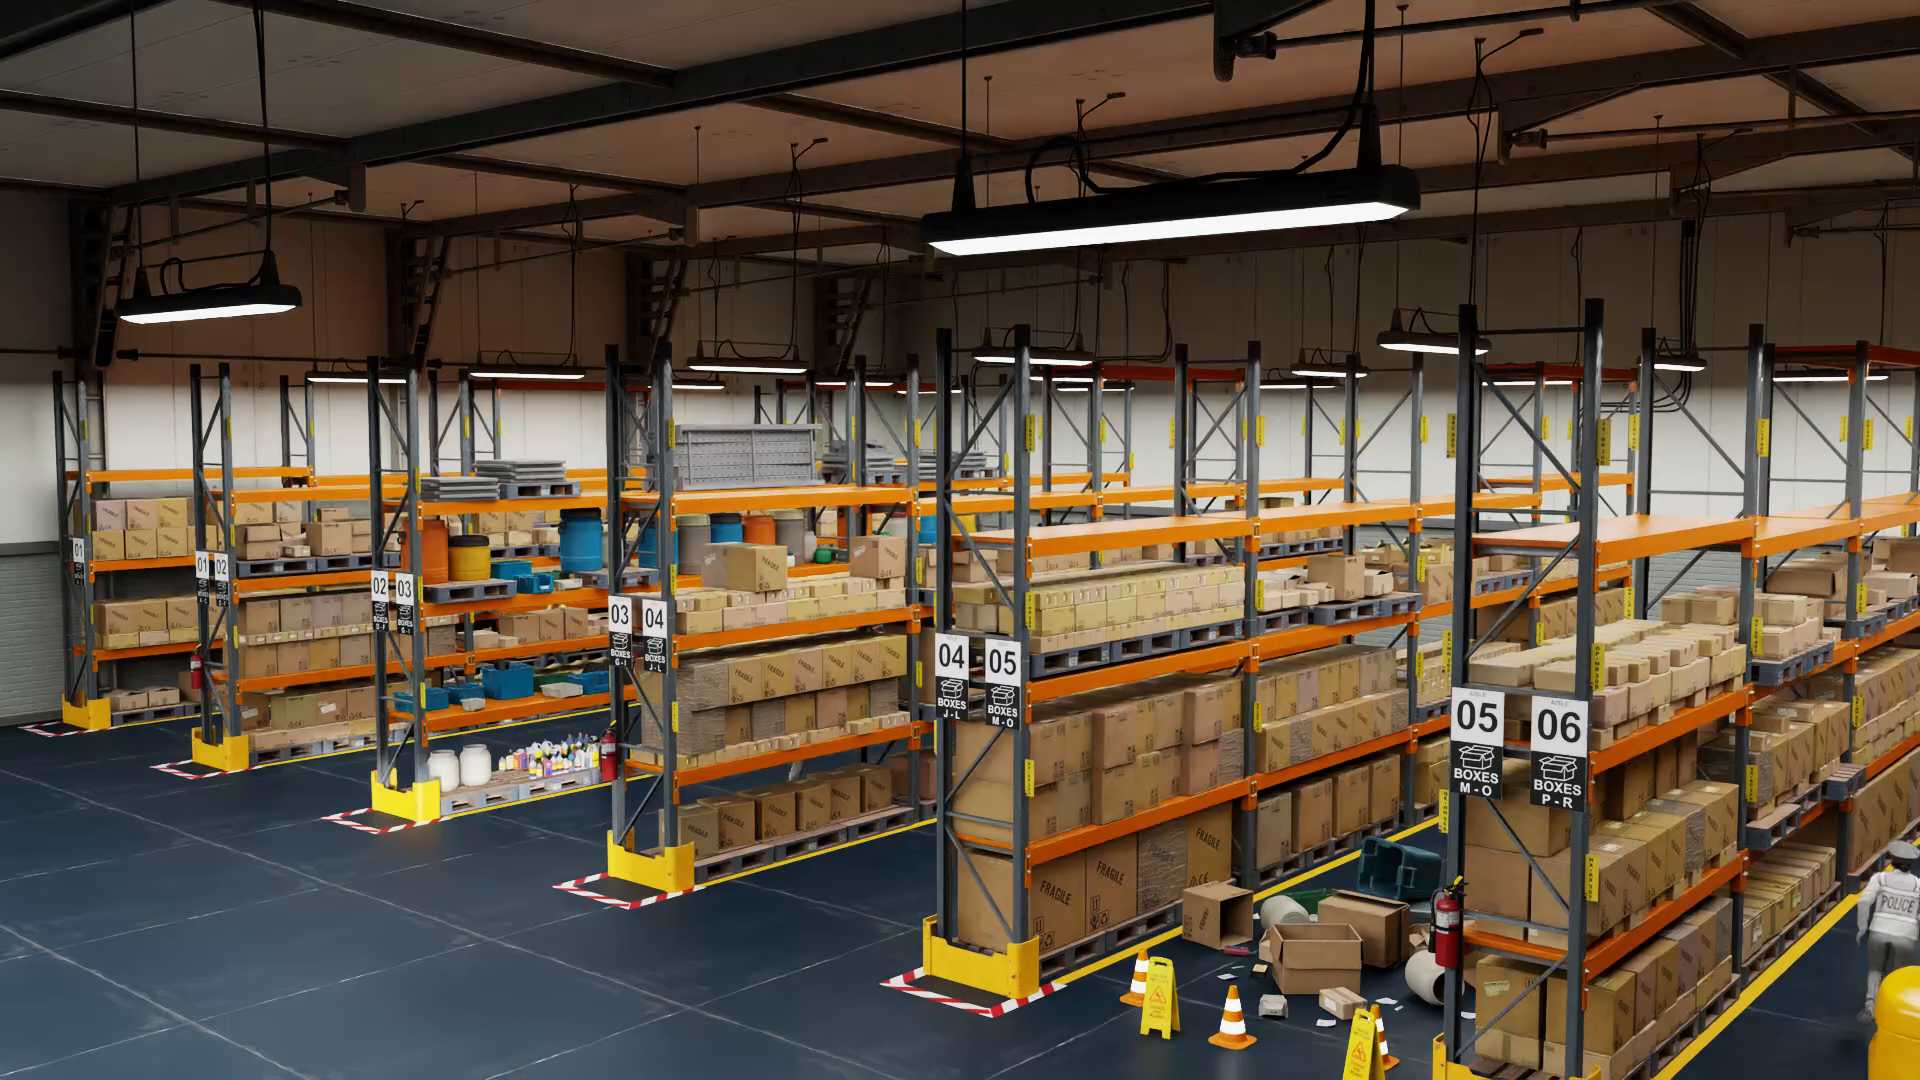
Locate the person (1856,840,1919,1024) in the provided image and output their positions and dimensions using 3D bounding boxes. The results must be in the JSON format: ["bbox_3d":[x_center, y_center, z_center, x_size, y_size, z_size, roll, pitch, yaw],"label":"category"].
[{"bbox_3d":[7.919,3.367,14.089,0.538,1.578,0.693,4,6,43],"label":"person"}]

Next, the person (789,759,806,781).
[{"bbox_3d":[-2.196,2.745,22.523,0.469,1.622,0.469,2,5,29],"label":"person"}]

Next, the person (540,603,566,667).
[{"bbox_3d":[-8.136,1.918,33.097,0.600,1.761,0.782,1,4,18],"label":"person"}]
